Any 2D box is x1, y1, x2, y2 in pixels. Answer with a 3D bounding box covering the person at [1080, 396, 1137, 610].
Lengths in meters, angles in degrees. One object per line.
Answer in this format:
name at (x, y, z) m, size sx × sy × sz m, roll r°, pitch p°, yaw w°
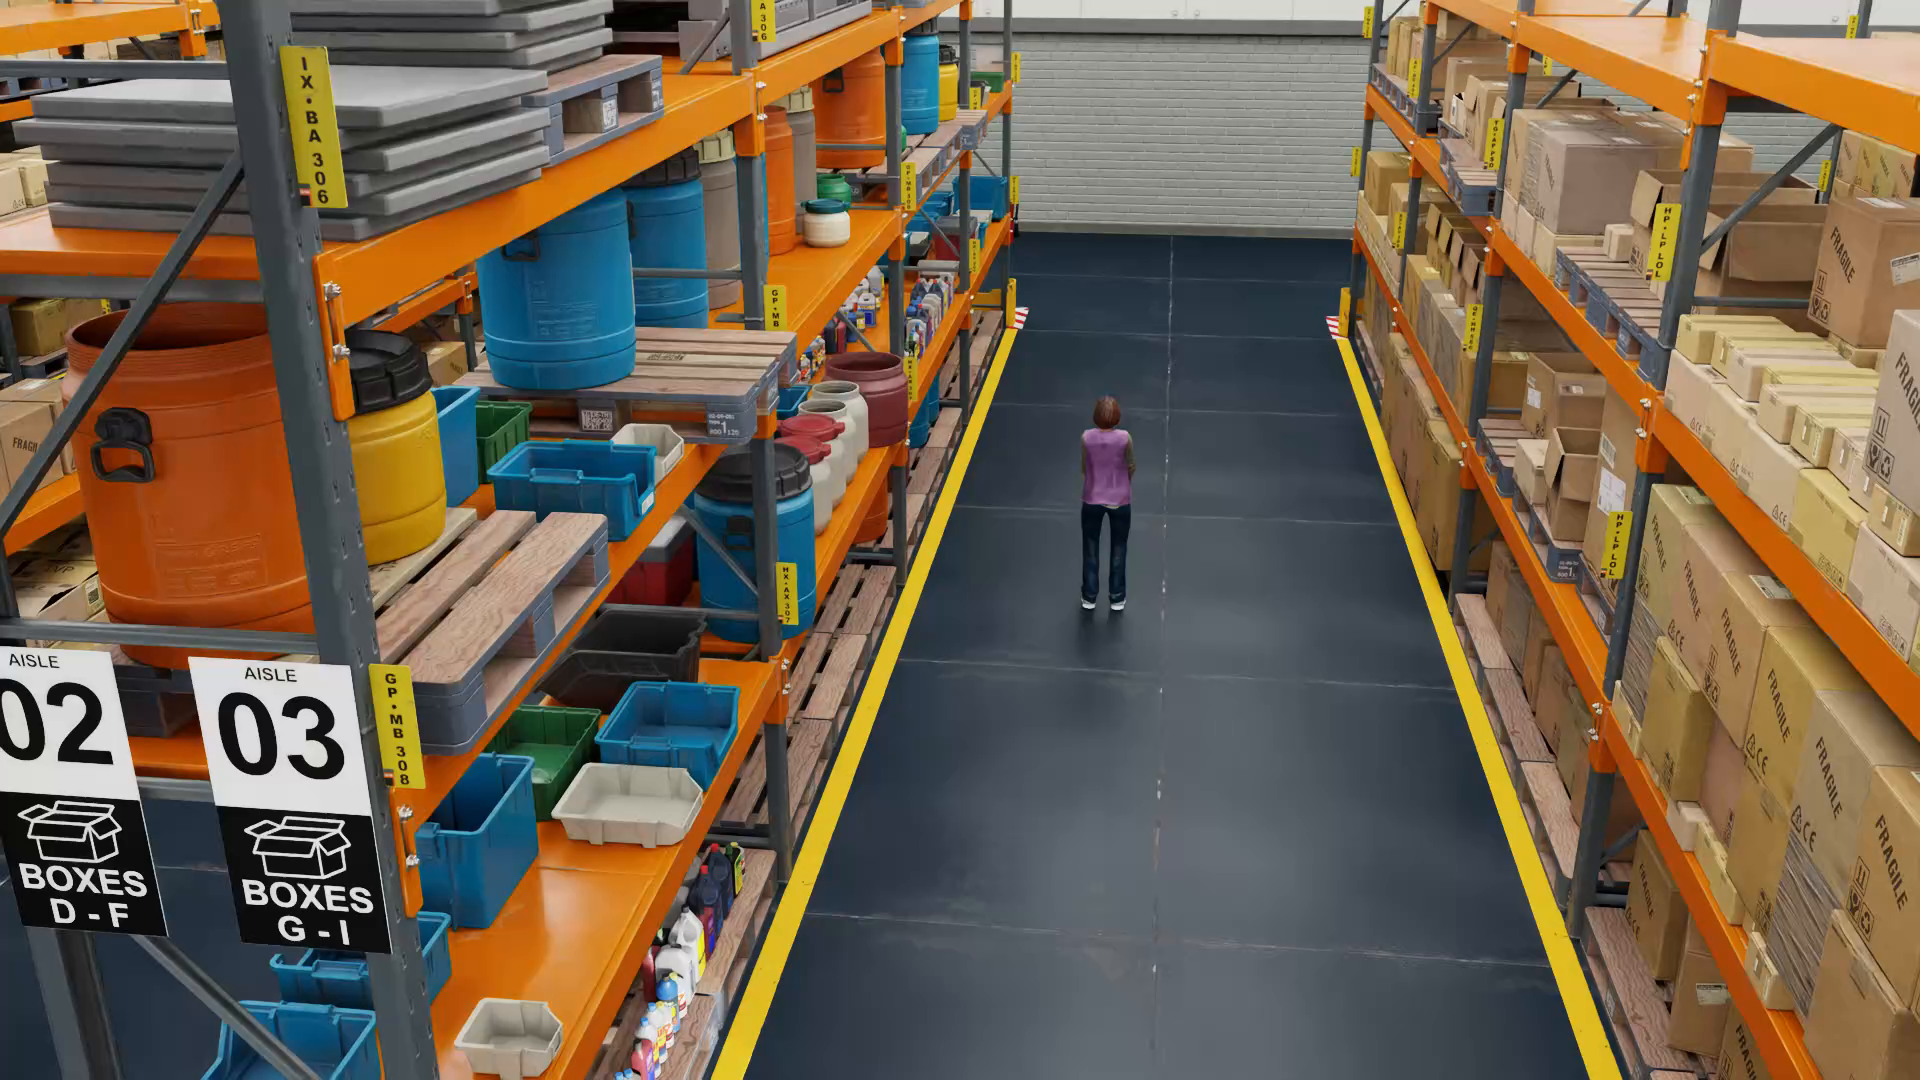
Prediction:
person at (1.048, -0.295, 11.856) m, size 0.404 × 1.592 × 0.495 m, roll 3°, pitch 22°, yaw 7°
